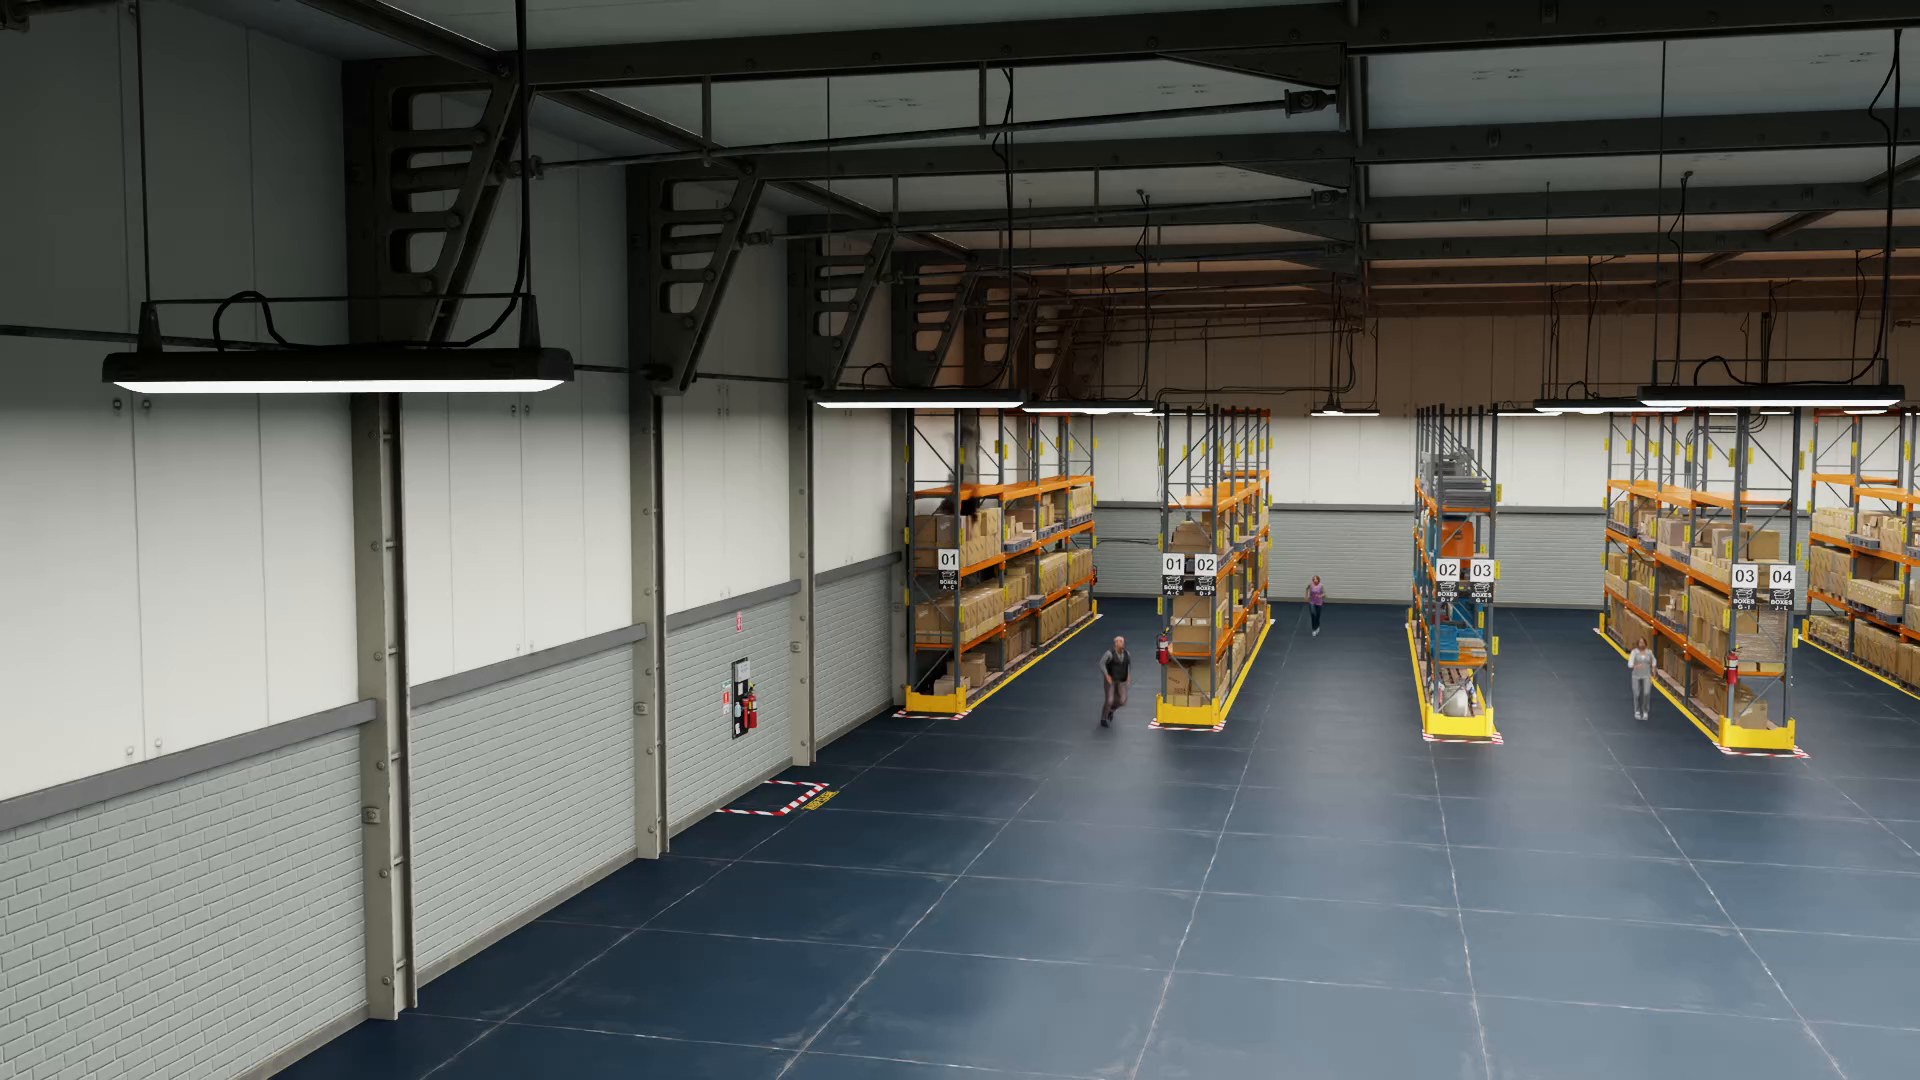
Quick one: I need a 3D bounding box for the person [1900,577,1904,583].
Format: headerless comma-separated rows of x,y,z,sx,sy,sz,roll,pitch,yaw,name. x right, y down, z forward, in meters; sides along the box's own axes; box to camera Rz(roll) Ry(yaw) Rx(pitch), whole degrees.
23.909,1.769,42.353,0.680,1.748,0.932,0,4,7,person

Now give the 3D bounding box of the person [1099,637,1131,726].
2.941,2.639,31.070,0.709,1.664,0.516,-1,4,-19,person

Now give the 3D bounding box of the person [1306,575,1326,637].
9.428,1.728,44.022,0.556,1.626,0.803,1,4,19,person

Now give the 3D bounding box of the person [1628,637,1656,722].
12.908,2.633,31.471,0.509,1.600,0.667,2,4,20,person
